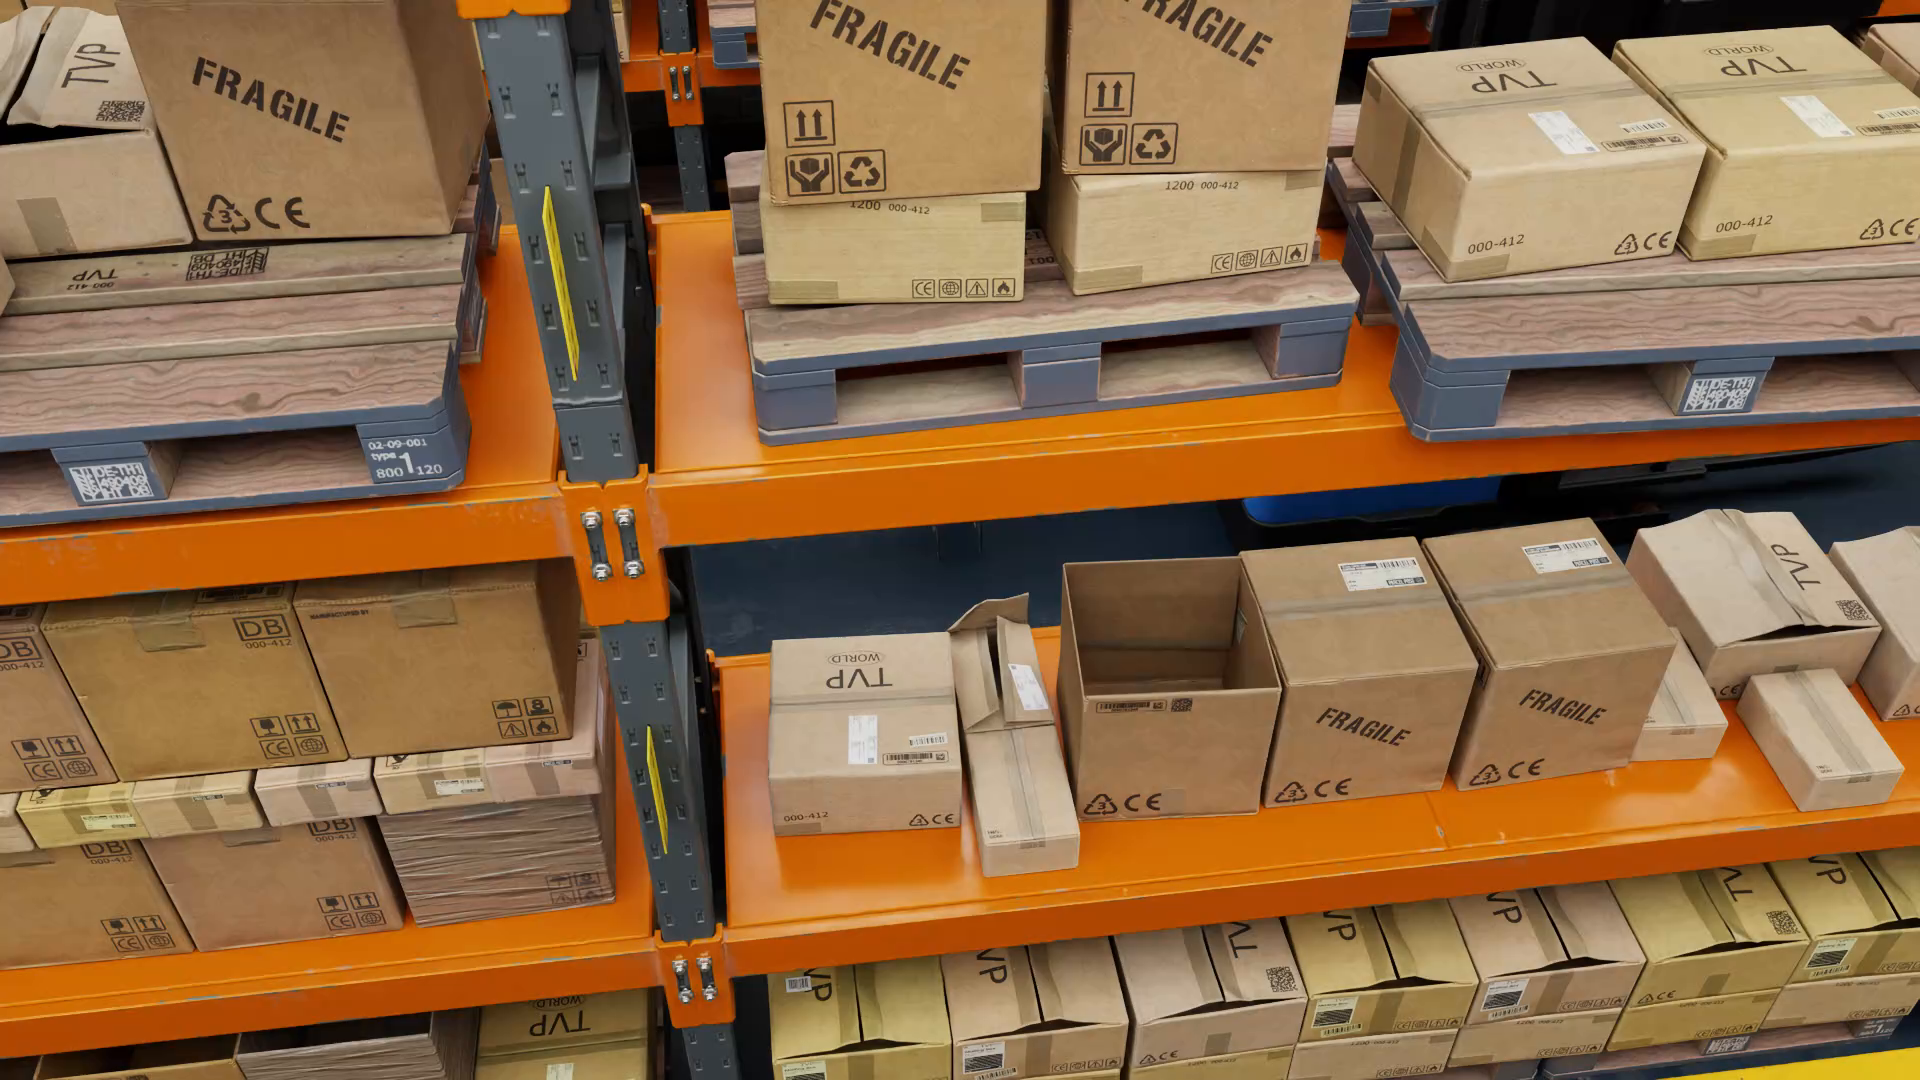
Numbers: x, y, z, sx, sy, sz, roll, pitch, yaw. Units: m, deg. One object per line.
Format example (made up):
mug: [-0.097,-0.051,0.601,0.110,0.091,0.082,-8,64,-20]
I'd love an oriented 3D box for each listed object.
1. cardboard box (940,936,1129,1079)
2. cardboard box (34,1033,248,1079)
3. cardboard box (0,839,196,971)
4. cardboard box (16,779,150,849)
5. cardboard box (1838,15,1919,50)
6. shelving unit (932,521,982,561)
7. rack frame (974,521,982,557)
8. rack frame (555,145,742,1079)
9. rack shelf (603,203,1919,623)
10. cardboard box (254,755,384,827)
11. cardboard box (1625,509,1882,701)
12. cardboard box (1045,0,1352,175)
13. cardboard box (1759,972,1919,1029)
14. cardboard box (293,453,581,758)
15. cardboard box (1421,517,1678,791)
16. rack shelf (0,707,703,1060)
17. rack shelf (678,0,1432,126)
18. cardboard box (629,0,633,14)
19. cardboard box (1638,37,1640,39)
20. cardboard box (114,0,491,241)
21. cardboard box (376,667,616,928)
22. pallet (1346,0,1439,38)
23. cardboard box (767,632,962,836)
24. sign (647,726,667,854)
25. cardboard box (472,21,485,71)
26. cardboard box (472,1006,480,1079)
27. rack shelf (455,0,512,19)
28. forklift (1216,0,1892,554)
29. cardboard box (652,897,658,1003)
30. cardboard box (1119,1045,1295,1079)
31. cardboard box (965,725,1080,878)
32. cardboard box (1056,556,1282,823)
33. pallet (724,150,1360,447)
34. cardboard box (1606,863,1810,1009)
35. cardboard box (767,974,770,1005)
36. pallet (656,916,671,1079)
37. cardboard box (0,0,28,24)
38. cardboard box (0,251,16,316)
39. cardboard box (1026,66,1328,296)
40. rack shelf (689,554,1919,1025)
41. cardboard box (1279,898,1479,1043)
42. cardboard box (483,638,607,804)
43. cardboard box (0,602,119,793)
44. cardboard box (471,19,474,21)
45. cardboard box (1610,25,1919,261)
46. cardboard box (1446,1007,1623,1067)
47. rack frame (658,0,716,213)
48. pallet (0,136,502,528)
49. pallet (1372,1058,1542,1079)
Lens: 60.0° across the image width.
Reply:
cardboard box: [0.195,1.286,4.905,0.500,0.311,0.500,-5,42,-6]
cardboard box: [-2.168,1.393,4.645,0.500,0.500,0.500,-5,42,-6]
cardboard box: [-2.203,0.636,4.231,0.500,0.500,0.700,-4,42,-5]
cardboard box: [-1.995,0.515,3.881,0.250,0.149,0.380,-5,42,-6]
cardboard box: [5.034,-2.581,9.163,0.750,0.750,0.750,-4,42,-4]
shelving unit: [-0.014,-0.444,6.847,0.189,1.200,0.258,-5,42,-6]
rack frame: [0.076,-0.452,6.856,0.006,1.200,0.240,-5,42,-6]
rack frame: [-0.744,0.540,4.412,0.127,3.000,1.000,-5,42,-6]
rack shelf: [1.239,-0.481,3.841,4.000,0.370,1.077,-5,42,-6]
cardboard box: [-1.491,0.472,3.928,0.250,0.149,0.380,-6,42,-7]
cardboard box: [2.310,0.174,4.884,0.500,0.311,0.500,-5,42,-6]
cardboard box: [0.434,-1.045,3.168,0.500,0.500,0.500,-1,42,-1]
cardboard box: [2.732,1.265,5.347,0.500,0.250,0.500,-4,42,-5]
cardboard box: [-1.183,0.063,3.897,0.500,0.500,0.700,-5,42,-5]
cardboard box: [1.561,0.312,4.590,0.500,0.500,0.500,-7,43,-8]
rack shelf: [-2.727,0.980,4.461,4.000,0.370,1.077,-5,42,-6]
rack shelf: [0.593,-2.657,8.493,4.000,0.370,1.077,-5,42,-6]
cardboard box: [-1.884,-2.803,8.216,0.500,0.250,0.500,-5,42,-5]
cardboard box: [3.322,-2.432,8.998,0.750,0.750,0.750,-6,42,-6]
cardboard box: [-1.278,-0.951,3.332,0.500,0.500,0.500,-2,42,-2]
cardboard box: [-1.183,0.545,4.331,0.500,0.500,0.700,-6,42,-7]
pallet: [1.884,-2.894,8.362,1.003,0.211,1.213,-5,42,-6]
cardboard box: [-0.261,0.523,4.542,0.500,0.250,0.500,-3,42,-3]
sign: [-0.670,0.557,3.687,0.005,0.325,0.100,-5,42,-6]
cardboard box: [-2.315,-2.422,7.792,0.500,0.250,0.500,-5,42,-5]
cardboard box: [-1.672,1.627,4.946,0.500,0.250,0.500,-5,42,-6]
rack shelf: [-2.727,-1.099,2.585,4.000,0.370,1.077,-5,42,-6]
forklift: [2.610,-1.416,6.631,3.031,2.935,1.130,-6,42,-7]
cardboard box: [-1.243,1.243,5.371,0.500,0.250,0.500,-5,42,-6]
cardboard box: [0.708,1.444,5.149,0.500,0.250,0.500,-6,42,-7]
cardboard box: [0.161,0.692,4.431,0.250,0.149,0.380,-5,42,-6]
cardboard box: [0.542,0.401,4.491,0.500,0.500,0.500,-2,42,-2]
pallet: [0.129,-0.589,3.566,1.217,0.209,0.805,-7,42,-7]
cardboard box: [2.220,1.107,5.103,0.500,0.311,0.500,-6,42,-6]
cardboard box: [-0.312,1.534,5.049,0.500,0.250,0.500,-6,42,-7]
pallet: [-1.538,1.616,5.301,1.213,0.211,1.003,-5,42,-6]
cardboard box: [-4.352,-2.511,7.332,0.500,0.500,0.500,-5,42,-5]
cardboard box: [-1.905,-0.403,2.987,0.250,0.149,0.380,-5,42,-6]
cardboard box: [0.413,-0.771,3.424,0.500,0.250,0.500,-9,43,-10]
rack shelf: [1.239,0.633,4.846,4.000,0.370,1.077,-5,42,-6]
cardboard box: [1.222,1.192,5.010,0.500,0.311,0.500,-4,42,-4]
cardboard box: [-0.986,0.427,3.978,0.250,0.149,0.380,-5,42,-6]
cardboard box: [-2.181,0.151,3.800,0.500,0.500,0.700,-5,42,-6]
cardboard box: [-2.313,-2.687,7.526,0.500,0.500,0.500,-5,42,-6]
cardboard box: [1.694,-0.845,3.507,0.500,0.250,0.500,-6,42,-6]
cardboard box: [1.723,1.354,5.249,0.500,0.250,0.500,-4,42,-5]
rack frame: [-1.390,-2.750,8.059,0.127,3.000,1.000,-5,42,-6]
pallet: [-1.586,-0.450,3.336,1.213,0.211,1.003,-5,42,-6]
pallet: [1.194,1.377,5.566,1.213,0.211,1.003,-5,42,-6]
